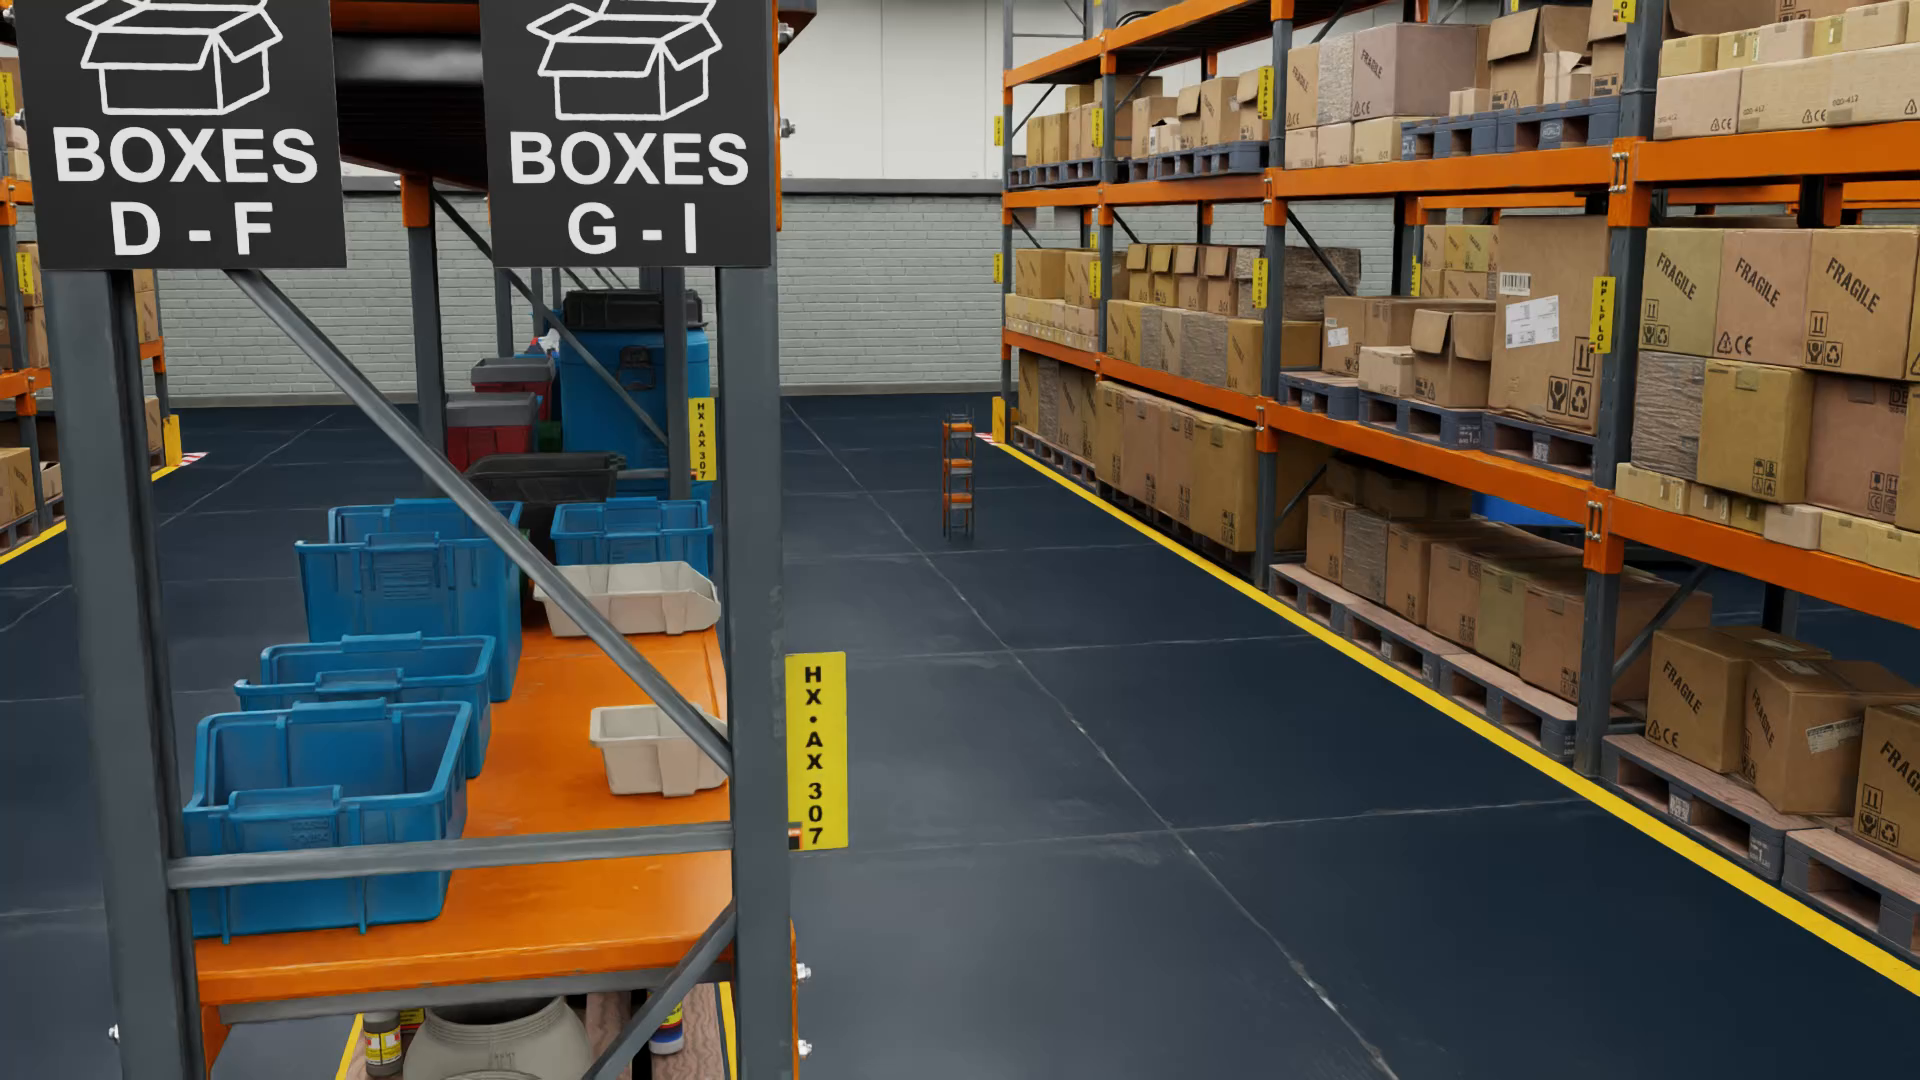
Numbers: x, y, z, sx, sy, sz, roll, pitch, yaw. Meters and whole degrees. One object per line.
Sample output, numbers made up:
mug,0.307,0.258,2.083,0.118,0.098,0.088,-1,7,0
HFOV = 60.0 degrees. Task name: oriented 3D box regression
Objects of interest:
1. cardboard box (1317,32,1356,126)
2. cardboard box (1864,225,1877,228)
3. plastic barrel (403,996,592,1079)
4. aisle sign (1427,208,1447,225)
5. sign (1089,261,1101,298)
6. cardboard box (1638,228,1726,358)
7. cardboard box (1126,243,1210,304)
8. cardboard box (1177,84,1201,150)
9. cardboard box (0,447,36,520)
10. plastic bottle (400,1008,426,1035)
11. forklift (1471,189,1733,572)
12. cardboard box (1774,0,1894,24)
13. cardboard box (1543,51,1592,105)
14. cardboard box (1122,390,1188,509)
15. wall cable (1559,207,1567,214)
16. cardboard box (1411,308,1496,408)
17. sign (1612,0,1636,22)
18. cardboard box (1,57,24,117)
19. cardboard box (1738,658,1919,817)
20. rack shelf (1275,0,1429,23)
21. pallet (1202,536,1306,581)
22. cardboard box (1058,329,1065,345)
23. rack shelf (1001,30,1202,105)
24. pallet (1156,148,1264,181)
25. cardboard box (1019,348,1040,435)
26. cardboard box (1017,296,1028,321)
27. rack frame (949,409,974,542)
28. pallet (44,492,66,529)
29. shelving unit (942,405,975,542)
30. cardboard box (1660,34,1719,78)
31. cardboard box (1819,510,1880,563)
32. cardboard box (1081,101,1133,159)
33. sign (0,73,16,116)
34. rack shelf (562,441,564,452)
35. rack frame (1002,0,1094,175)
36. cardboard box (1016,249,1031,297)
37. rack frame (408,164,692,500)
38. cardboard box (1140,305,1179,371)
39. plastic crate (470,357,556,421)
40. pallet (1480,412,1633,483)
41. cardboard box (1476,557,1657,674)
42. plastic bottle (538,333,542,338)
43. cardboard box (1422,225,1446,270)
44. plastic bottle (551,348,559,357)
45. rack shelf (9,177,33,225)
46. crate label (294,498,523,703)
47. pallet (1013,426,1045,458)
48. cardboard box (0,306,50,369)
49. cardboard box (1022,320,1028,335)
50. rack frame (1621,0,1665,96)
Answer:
cardboard box,2.466,-2.733,9.907,0.500,0.500,0.500,-2,11,-11
cardboard box,10.724,-3.574,19.274,0.380,0.149,0.250,-2,11,-10
plastic barrel,-1.071,1.300,3.875,0.421,0.512,0.421,0,11,0
aisle sign,5.552,-4.062,19.564,0.394,0.787,0.004,-2,11,-11
sign,1.209,-2.331,14.893,0.100,0.325,0.005,-2,11,-11
cardboard box,3.148,-1.015,6.767,0.500,0.500,0.500,-2,11,-11
cardboard box,1.886,-2.312,14.372,0.797,0.503,0.637,-2,11,-12
cardboard box,2.113,-3.258,12.870,0.797,0.503,0.637,-2,11,-12
cardboard box,-7.587,-0.436,12.972,0.500,0.500,0.500,-2,11,-11
plastic bottle,-1.580,1.248,4.727,0.152,0.276,0.135,-2,11,-11
forklift,5.362,-1.315,12.265,3.031,2.935,1.130,1,11,7
cardboard box,3.647,-2.261,6.631,0.500,0.500,0.500,-2,11,-13
cardboard box,3.029,-2.202,7.960,0.396,0.266,0.258,-2,11,-9
cardboard box,2.072,-0.769,13.775,1.225,0.875,0.875,-3,11,-13
wall cable,9.577,-4.529,26.168,0.585,1.953,0.123,-2,11,-11
cardboard box,2.882,-0.991,8.984,0.797,0.503,0.637,-1,11,-5
sign,2.766,-2.320,6.905,0.100,0.325,0.005,-2,11,-11
cardboard box,-8.055,-3.726,13.787,0.700,0.500,0.500,-2,11,-11
cardboard box,3.467,0.781,6.631,0.500,0.500,0.500,1,11,7
rack shelf,2.920,-3.184,8.851,1.077,0.370,4.000,-2,11,-11
pallet,2.452,0.069,12.269,1.003,0.211,1.213,-2,11,-11
cardboard box,1.172,-1.996,16.335,0.380,0.149,0.250,-2,11,-10
rack shelf,1.365,-4.651,16.560,1.077,0.370,4.000,-2,11,-11
pallet,2.134,-2.855,12.659,1.003,0.211,1.213,-2,11,-8
cardboard box,1.179,-1.669,18.501,0.875,0.875,0.875,-2,11,-11
cardboard box,0.912,-2.500,17.916,0.500,0.250,0.500,-2,11,-12
rack frame,0.013,-0.503,13.032,0.200,1.050,0.008,-2,11,-11
pallet,-8.097,-0.284,14.123,1.003,0.211,1.213,-2,11,-11
shelving unit,-0.010,-0.526,13.150,0.215,1.050,0.252,-2,11,-11
cardboard box,3.070,-1.945,6.704,0.380,0.149,0.250,-2,11,-13
cardboard box,3.324,-0.018,5.939,0.380,0.149,0.250,-2,11,-11
cardboard box,1.542,-3.807,15.493,0.700,0.500,0.500,-3,11,-14
sign,-7.421,-3.469,12.944,0.100,0.325,0.005,-2,11,-11
rack shelf,-1.938,-0.253,8.428,1.077,0.370,4.000,-2,11,-11
rack frame,0.976,-5.568,18.383,1.000,3.000,0.127,-2,11,-11
cardboard box,0.901,-2.872,17.864,0.500,0.500,0.500,-2,11,-12
rack frame,-1.549,-0.240,6.434,1.000,3.000,0.127,-2,11,-11
cardboard box,1.793,-1.659,13.622,0.500,0.500,0.500,-2,11,-12
plastic crate,-2.313,-0.697,8.667,0.402,0.464,0.583,-2,11,-11
pallet,3.304,-0.471,8.162,1.003,0.211,1.213,-2,11,-11
cardboard box,3.137,0.390,8.632,0.700,0.500,0.500,-2,11,-11
plastic bottle,-3.426,-1.542,13.590,0.061,0.283,0.133,-2,11,-11
cardboard box,5.687,-3.377,19.180,0.500,0.500,0.500,-2,11,-11
plastic bottle,-2.988,-1.280,12.243,0.097,0.271,0.097,0,11,0
rack shelf,-8.353,-3.015,14.914,1.077,0.370,4.000,-2,11,-11
crate label,-1.394,0.149,4.298,0.502,0.435,0.616,-2,11,-11
pallet,1.208,-1.107,18.449,1.003,0.211,1.213,-2,11,-11
cardboard box,-7.796,-1.680,13.734,0.500,0.500,0.500,-2,11,-10
cardboard box,0.874,-2.279,17.817,0.380,0.149,0.250,-2,11,-12
rack frame,3.309,-3.367,6.819,1.000,3.000,0.127,-2,11,-11
